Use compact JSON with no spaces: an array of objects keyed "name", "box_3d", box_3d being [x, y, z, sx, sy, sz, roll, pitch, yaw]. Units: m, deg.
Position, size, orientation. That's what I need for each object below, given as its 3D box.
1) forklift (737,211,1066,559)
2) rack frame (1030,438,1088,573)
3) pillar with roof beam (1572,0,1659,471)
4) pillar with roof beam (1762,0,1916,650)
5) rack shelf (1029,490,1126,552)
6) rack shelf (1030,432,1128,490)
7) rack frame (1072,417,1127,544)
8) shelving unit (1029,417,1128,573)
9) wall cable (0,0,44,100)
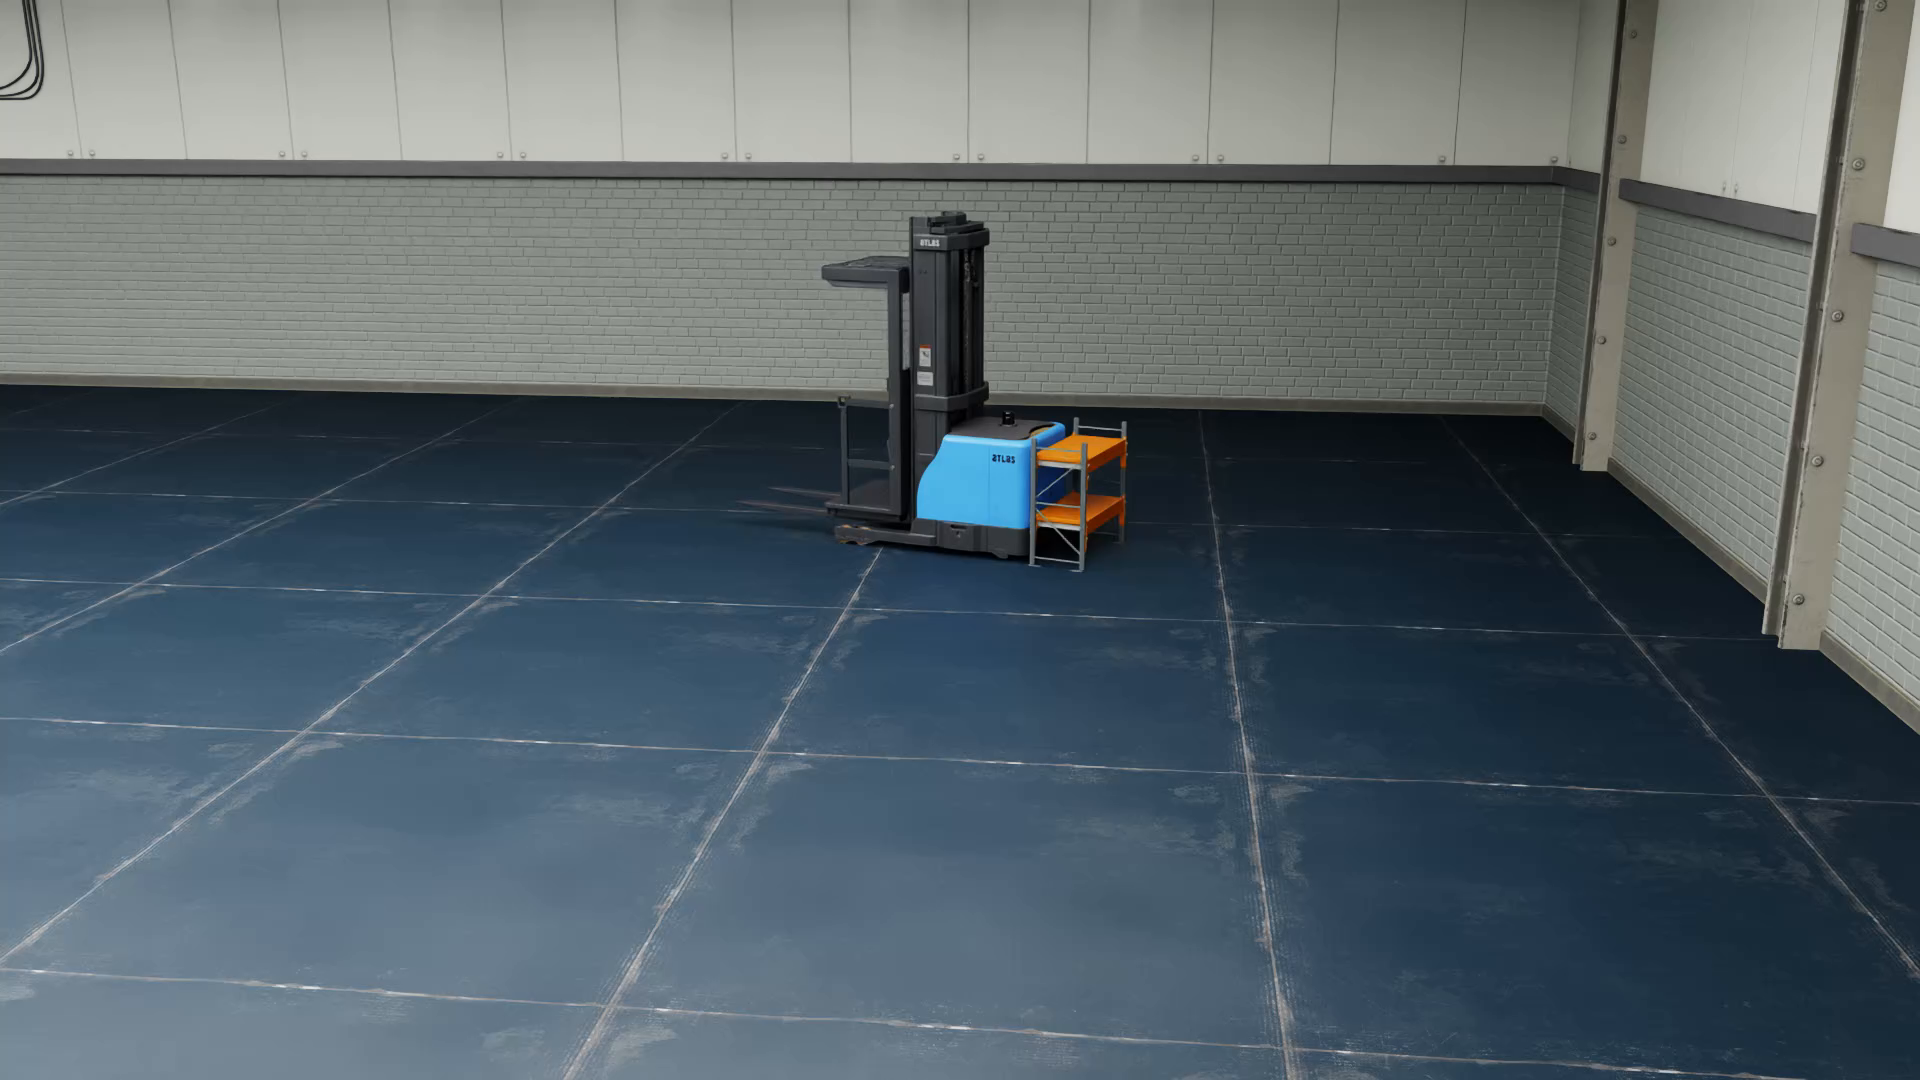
[{"name":"forklift","box_3d":[-0.592,-1.483,15.119,3.031,2.935,1.130,7,16,23]},{"name":"rack frame","box_3d":[0.838,-0.295,14.185,0.500,1.125,0.032,7,17,24]},{"name":"pillar with roof beam","box_3d":[2.634,-5.272,17.506,9.100,9.000,0.400,2,15,6]},{"name":"pillar with roof beam","box_3d":[1.957,-3.716,11.751,9.100,9.000,0.400,2,15,6]},{"name":"rack shelf","box_3d":[1.049,-0.179,14.695,0.538,0.278,1.000,7,17,24]},{"name":"rack shelf","box_3d":[1.049,-0.698,14.555,0.538,0.278,1.000,7,17,24]},{"name":"rack frame","box_3d":[1.261,-0.536,15.077,0.500,1.125,0.032,7,17,24]},{"name":"shelving unit","box_3d":[1.049,-0.415,14.631,0.538,1.125,1.048,7,17,24]},{"name":"wall cable","box_3d":[-13.310,-8.156,21.657,2.305,6.003,0.169,2,15,6]}]
